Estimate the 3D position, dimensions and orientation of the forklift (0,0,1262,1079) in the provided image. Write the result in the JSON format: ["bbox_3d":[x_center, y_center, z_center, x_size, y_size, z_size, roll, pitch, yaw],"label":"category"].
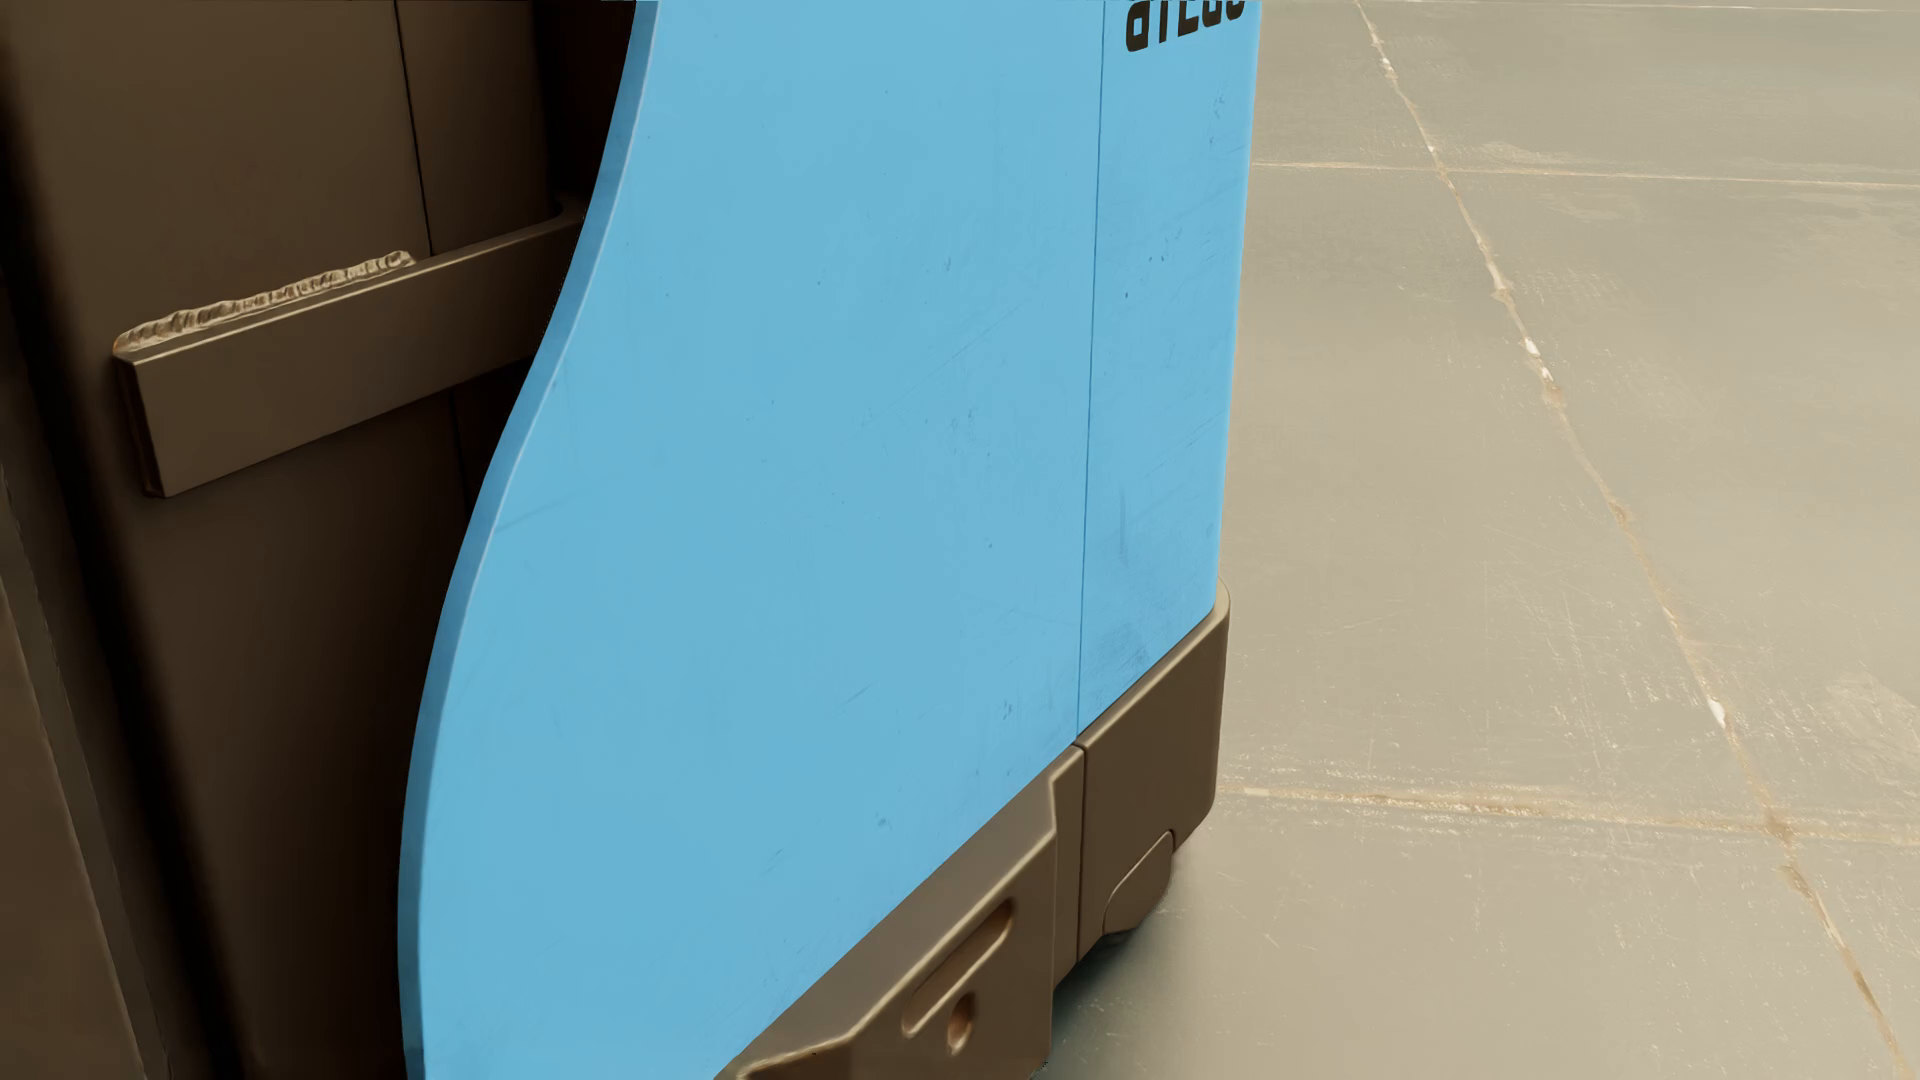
[{"bbox_3d":[-0.953,-0.556,0.332,1.130,2.935,3.031,16,31,29],"label":"forklift"}]
